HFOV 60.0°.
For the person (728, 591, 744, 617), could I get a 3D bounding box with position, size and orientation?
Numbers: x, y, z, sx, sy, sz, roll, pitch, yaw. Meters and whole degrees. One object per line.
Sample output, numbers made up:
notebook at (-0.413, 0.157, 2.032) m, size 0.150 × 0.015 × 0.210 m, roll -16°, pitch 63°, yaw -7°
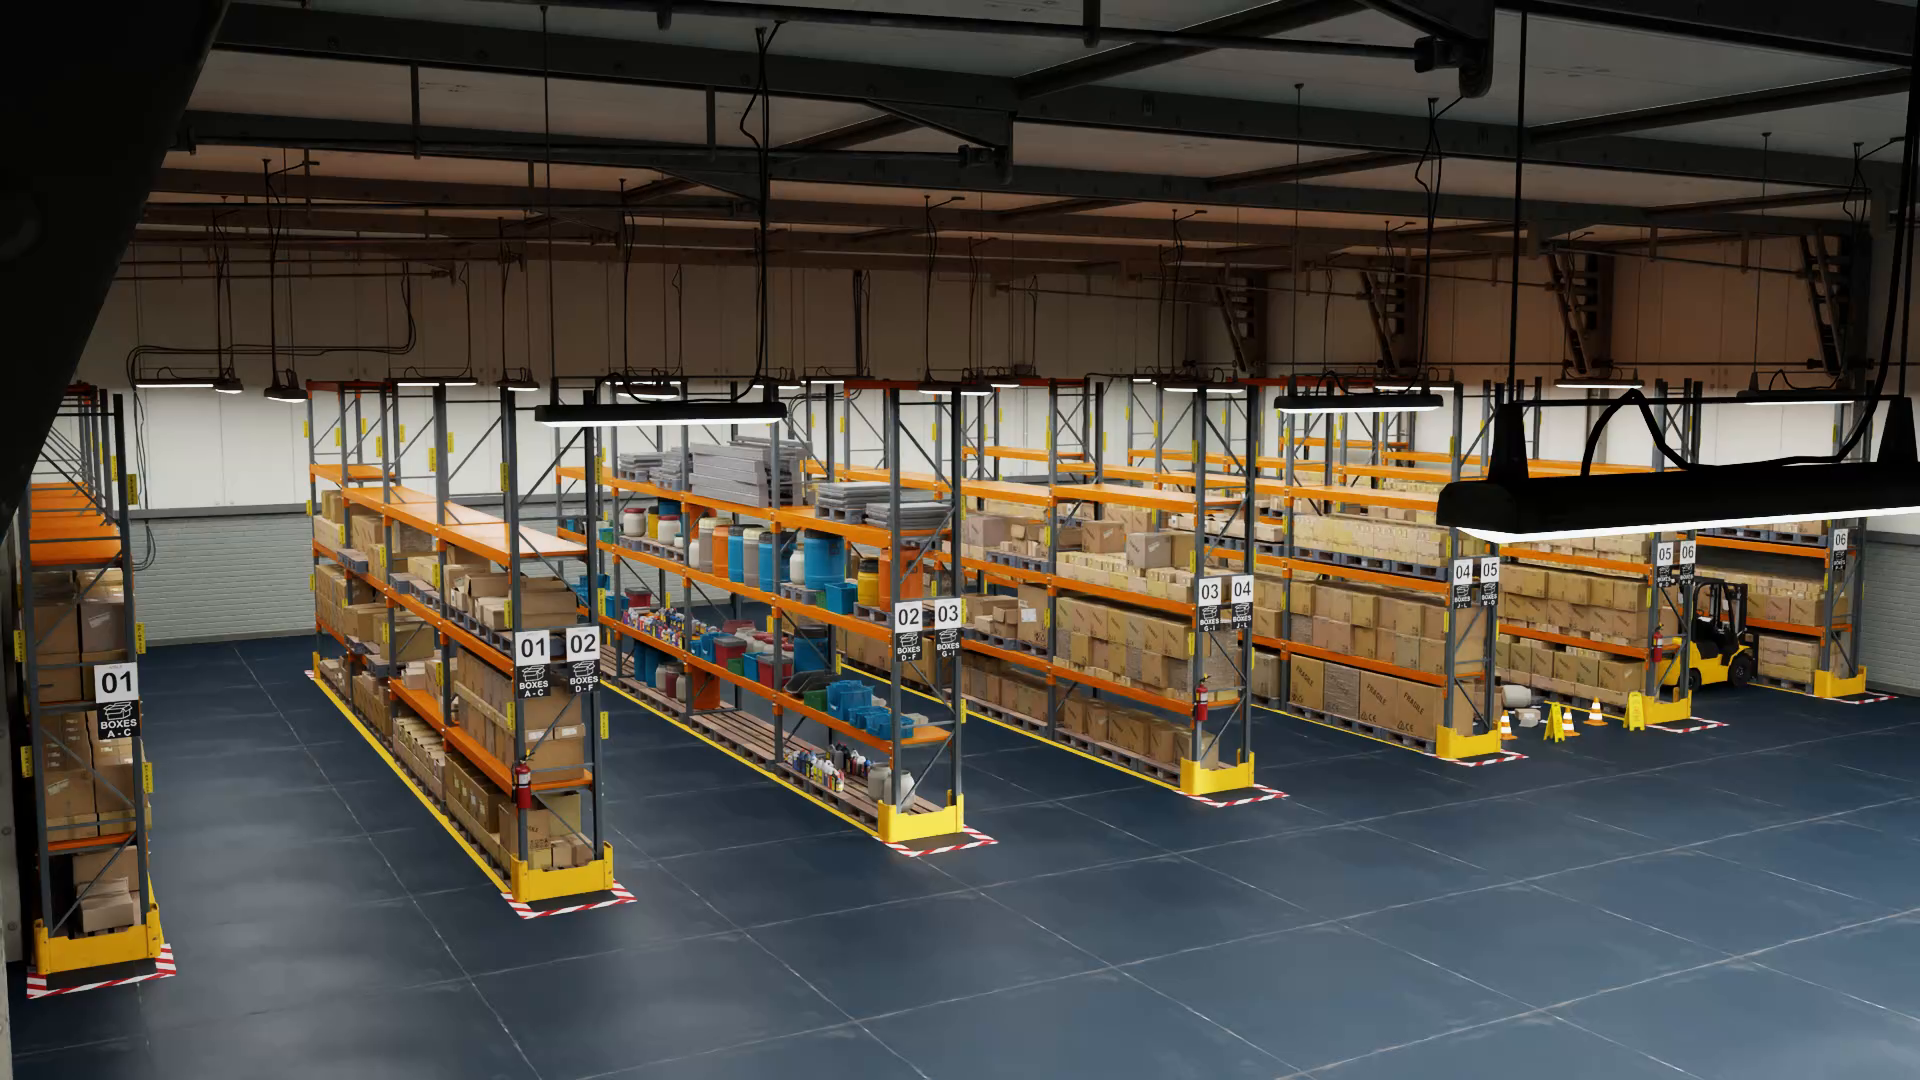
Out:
person at (-5.389, 1.309, 40.278) m, size 0.410 × 1.447 × 0.867 m, roll 0°, pitch 6°, yaw 0°
